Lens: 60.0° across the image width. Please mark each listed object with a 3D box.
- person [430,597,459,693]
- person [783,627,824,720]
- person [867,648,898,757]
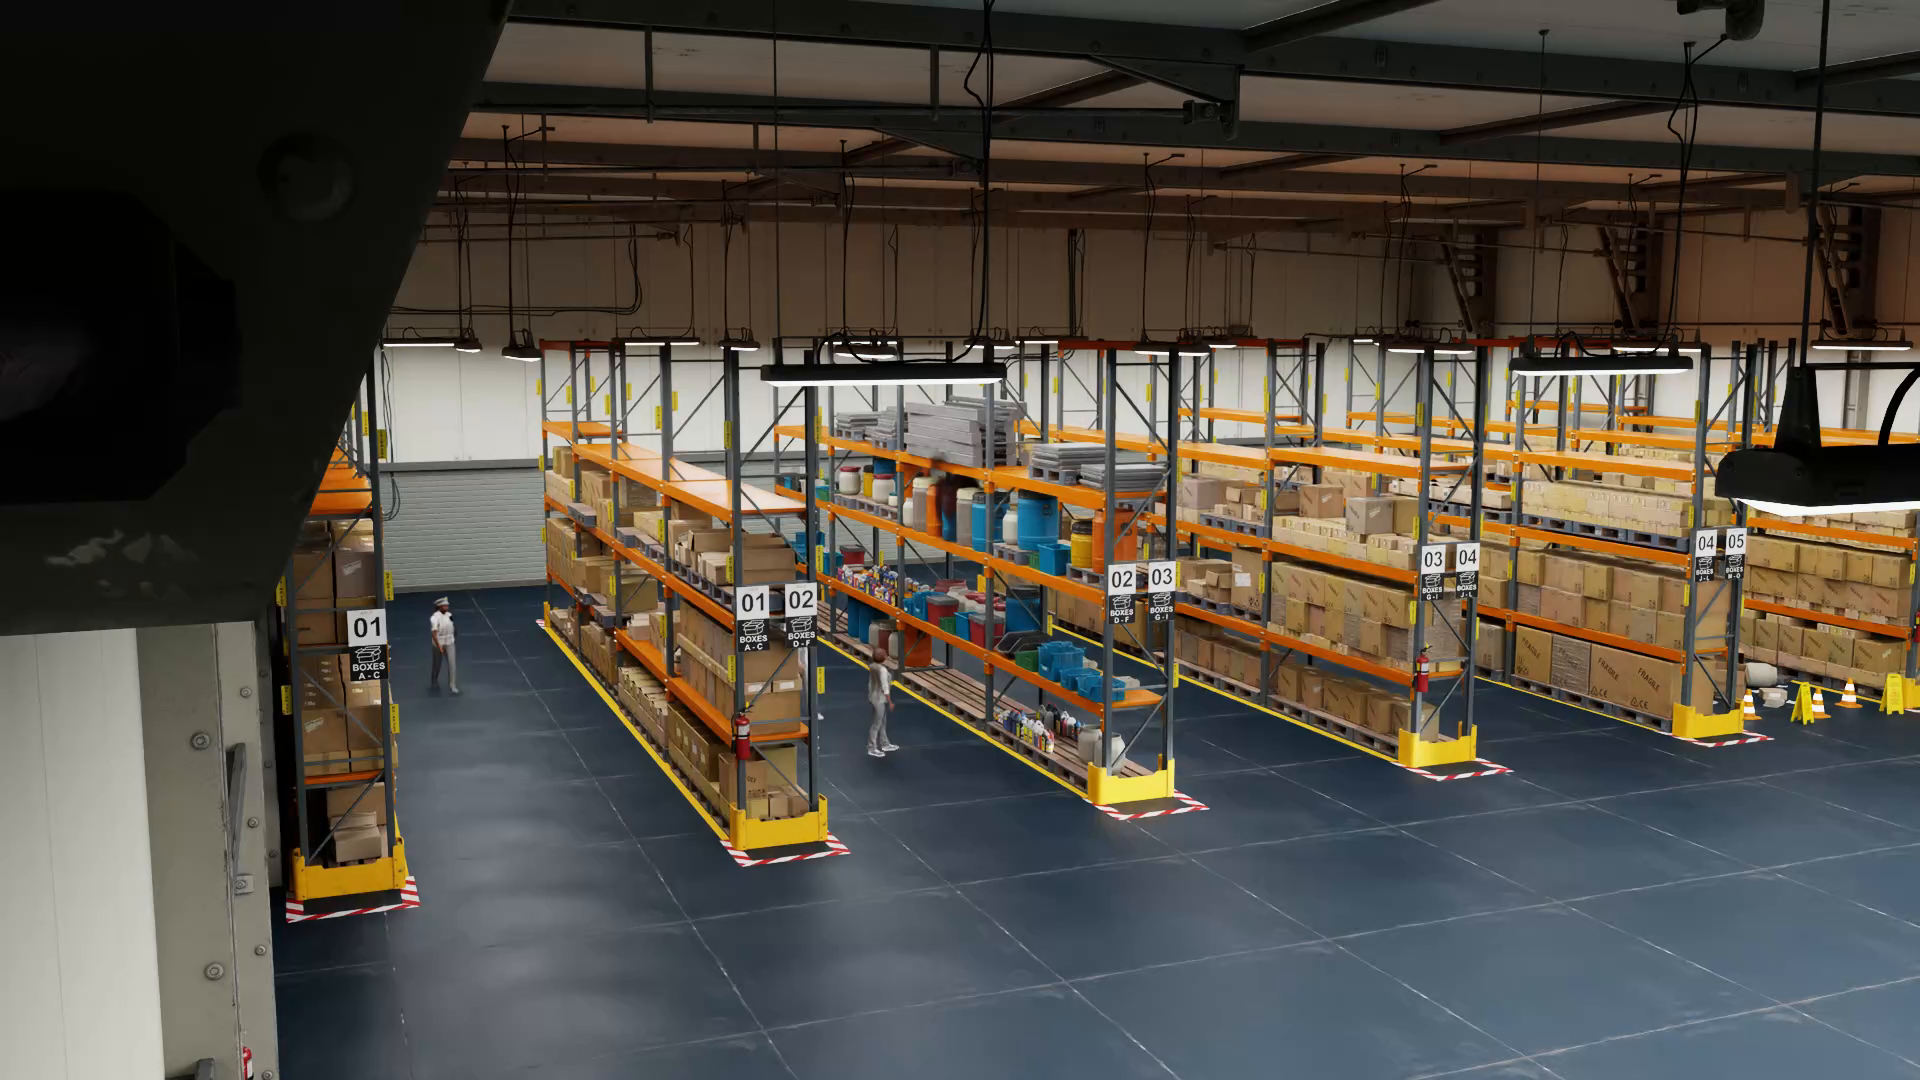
[{"bbox_3d":[-8.908,1.793,28.669,0.429,1.638,0.939,-5,9,-31],"label":"person"},{"bbox_3d":[-2.567,1.964,26.495,0.540,1.717,1.099,-3,8,-25],"label":"person"},{"bbox_3d":[-1.116,2.350,24.298,0.510,1.593,0.468,-2,8,-15],"label":"person"}]
